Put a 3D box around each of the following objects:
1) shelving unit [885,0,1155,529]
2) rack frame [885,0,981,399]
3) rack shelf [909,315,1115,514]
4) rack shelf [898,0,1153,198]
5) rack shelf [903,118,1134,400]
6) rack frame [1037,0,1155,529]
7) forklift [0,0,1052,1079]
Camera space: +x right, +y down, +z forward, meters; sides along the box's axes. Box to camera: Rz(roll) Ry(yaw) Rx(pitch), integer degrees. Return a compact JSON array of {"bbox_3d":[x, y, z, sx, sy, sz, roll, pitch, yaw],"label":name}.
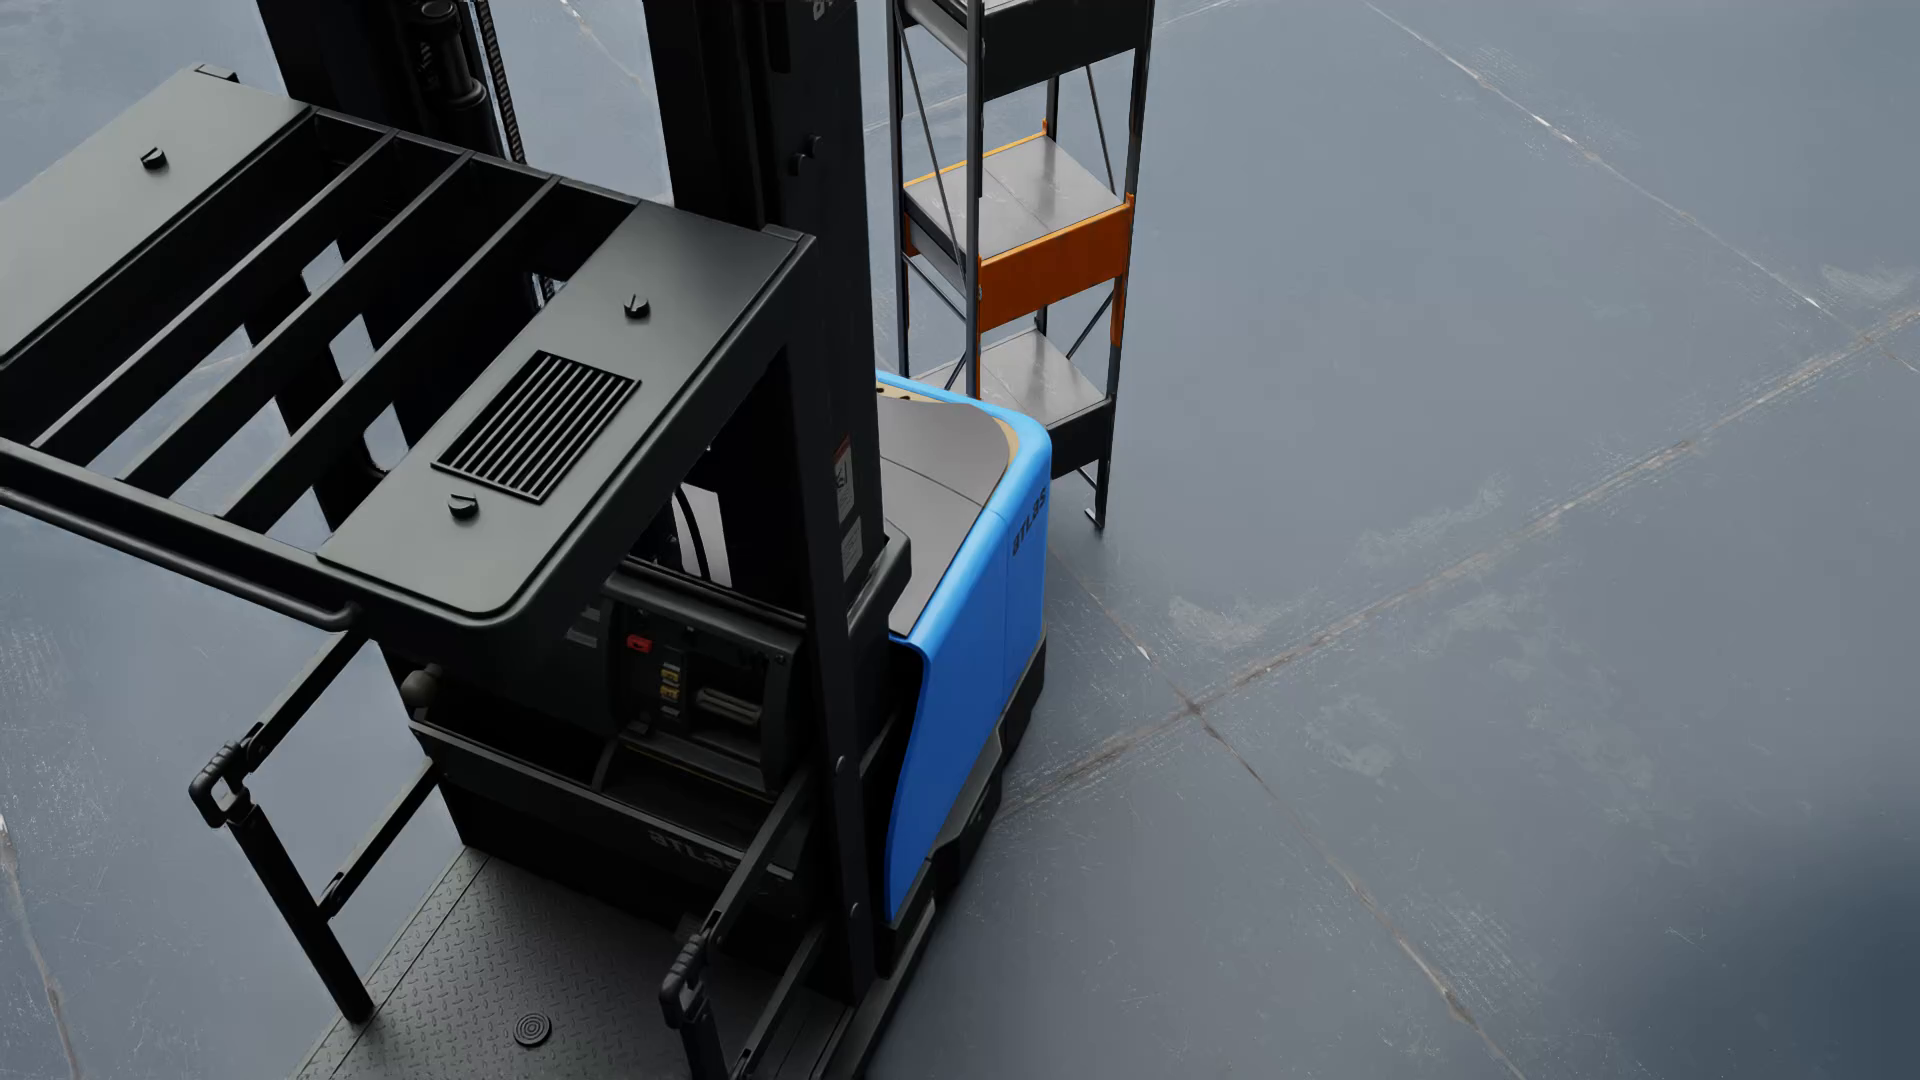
[{"bbox_3d":[0.140,-0.764,4.525,0.503,2.100,0.431,-25,53,-21],"label":"shelving unit"},{"bbox_3d":[-0.066,-0.667,4.438,0.015,2.100,0.400,-25,53,-21],"label":"rack frame"},{"bbox_3d":[0.140,-0.290,5.058,0.480,0.518,0.431,-25,53,-21],"label":"rack shelf"},{"bbox_3d":[0.140,-1.221,4.012,0.480,0.518,0.431,-25,53,-21],"label":"rack shelf"},{"bbox_3d":[0.140,-0.755,4.535,0.480,0.518,0.431,-25,53,-21],"label":"rack shelf"},{"bbox_3d":[0.346,-0.861,4.611,0.015,2.100,0.400,-25,53,-21],"label":"rack frame"},{"bbox_3d":[-0.816,0.311,3.010,1.130,2.935,3.031,18,51,16],"label":"forklift"}]
